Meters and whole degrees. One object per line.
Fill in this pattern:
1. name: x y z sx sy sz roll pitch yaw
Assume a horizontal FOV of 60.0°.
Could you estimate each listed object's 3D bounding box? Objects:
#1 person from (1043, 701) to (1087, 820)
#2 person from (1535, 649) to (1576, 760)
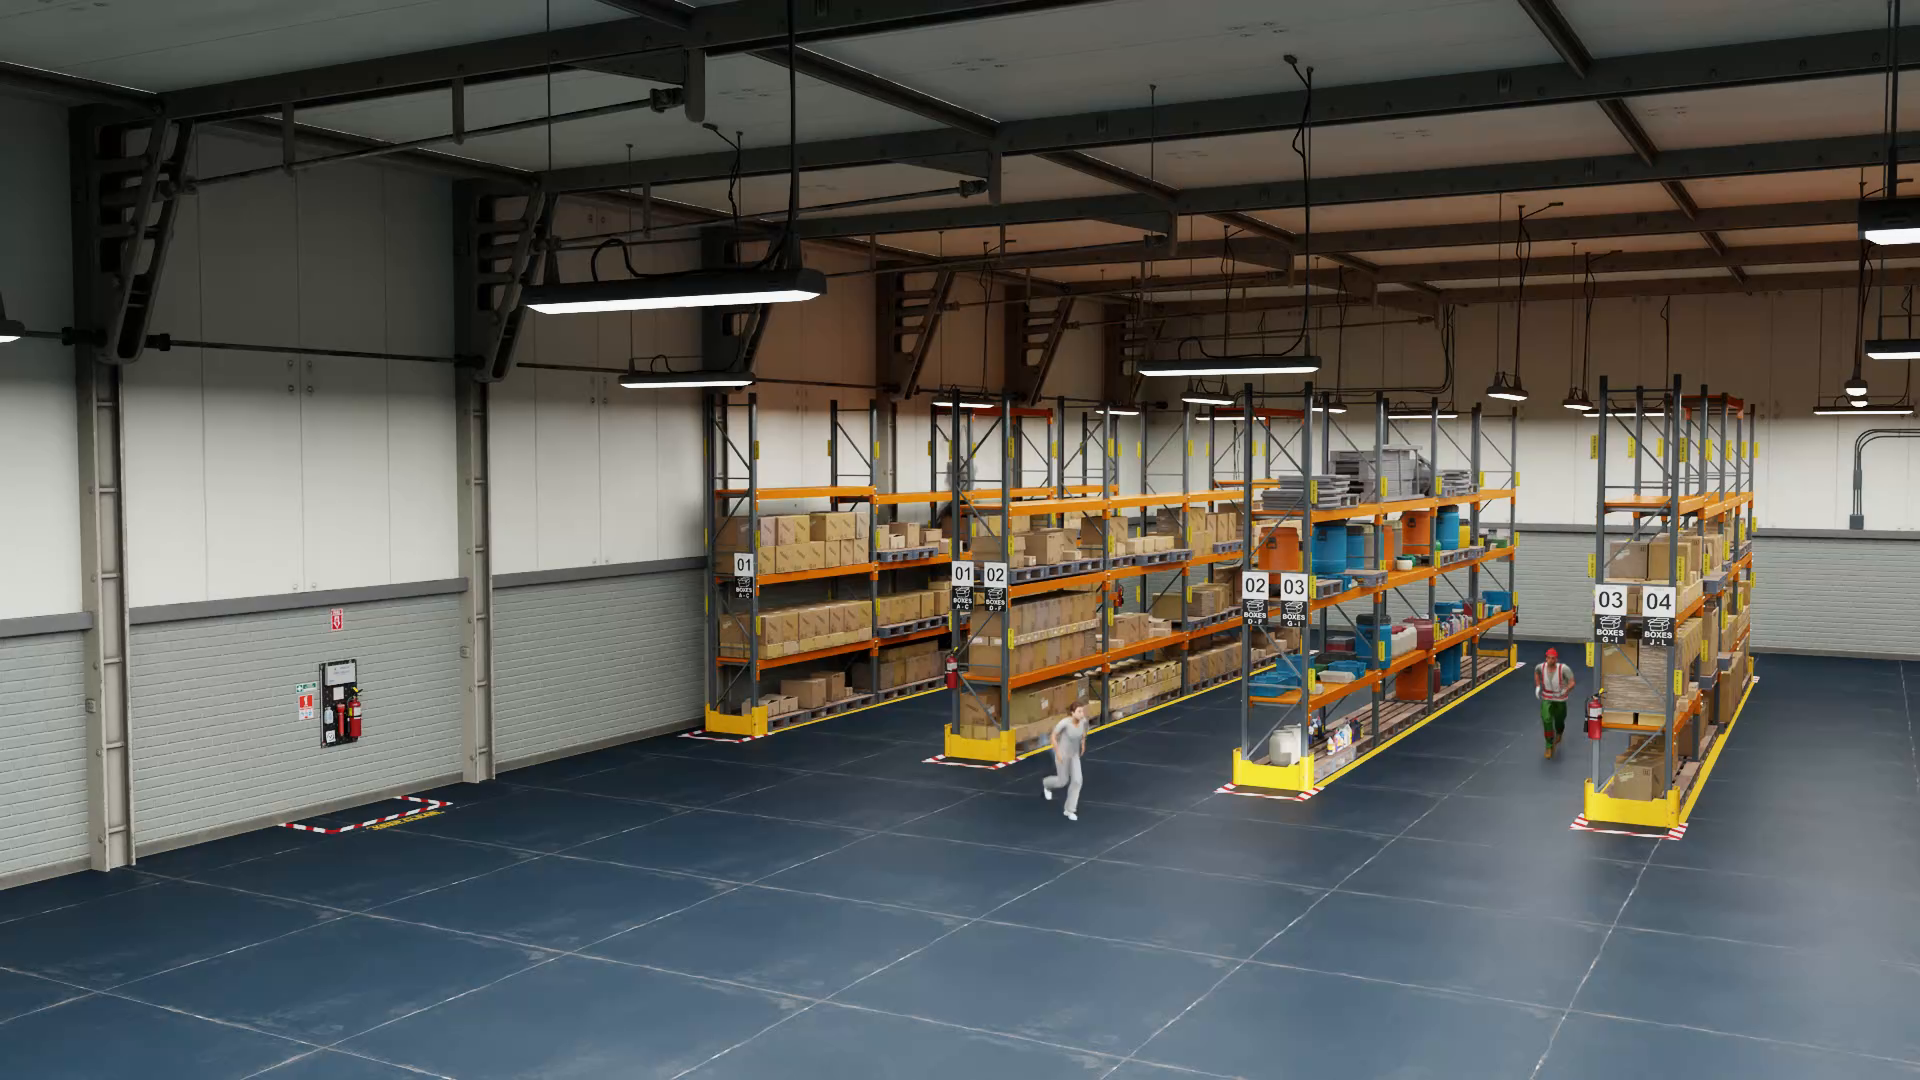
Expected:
1. person: 1.430 2.989 22.876 0.567 1.620 0.877 -2 4 -36
2. person: 9.767 2.648 27.320 0.659 1.774 1.095 2 3 27
